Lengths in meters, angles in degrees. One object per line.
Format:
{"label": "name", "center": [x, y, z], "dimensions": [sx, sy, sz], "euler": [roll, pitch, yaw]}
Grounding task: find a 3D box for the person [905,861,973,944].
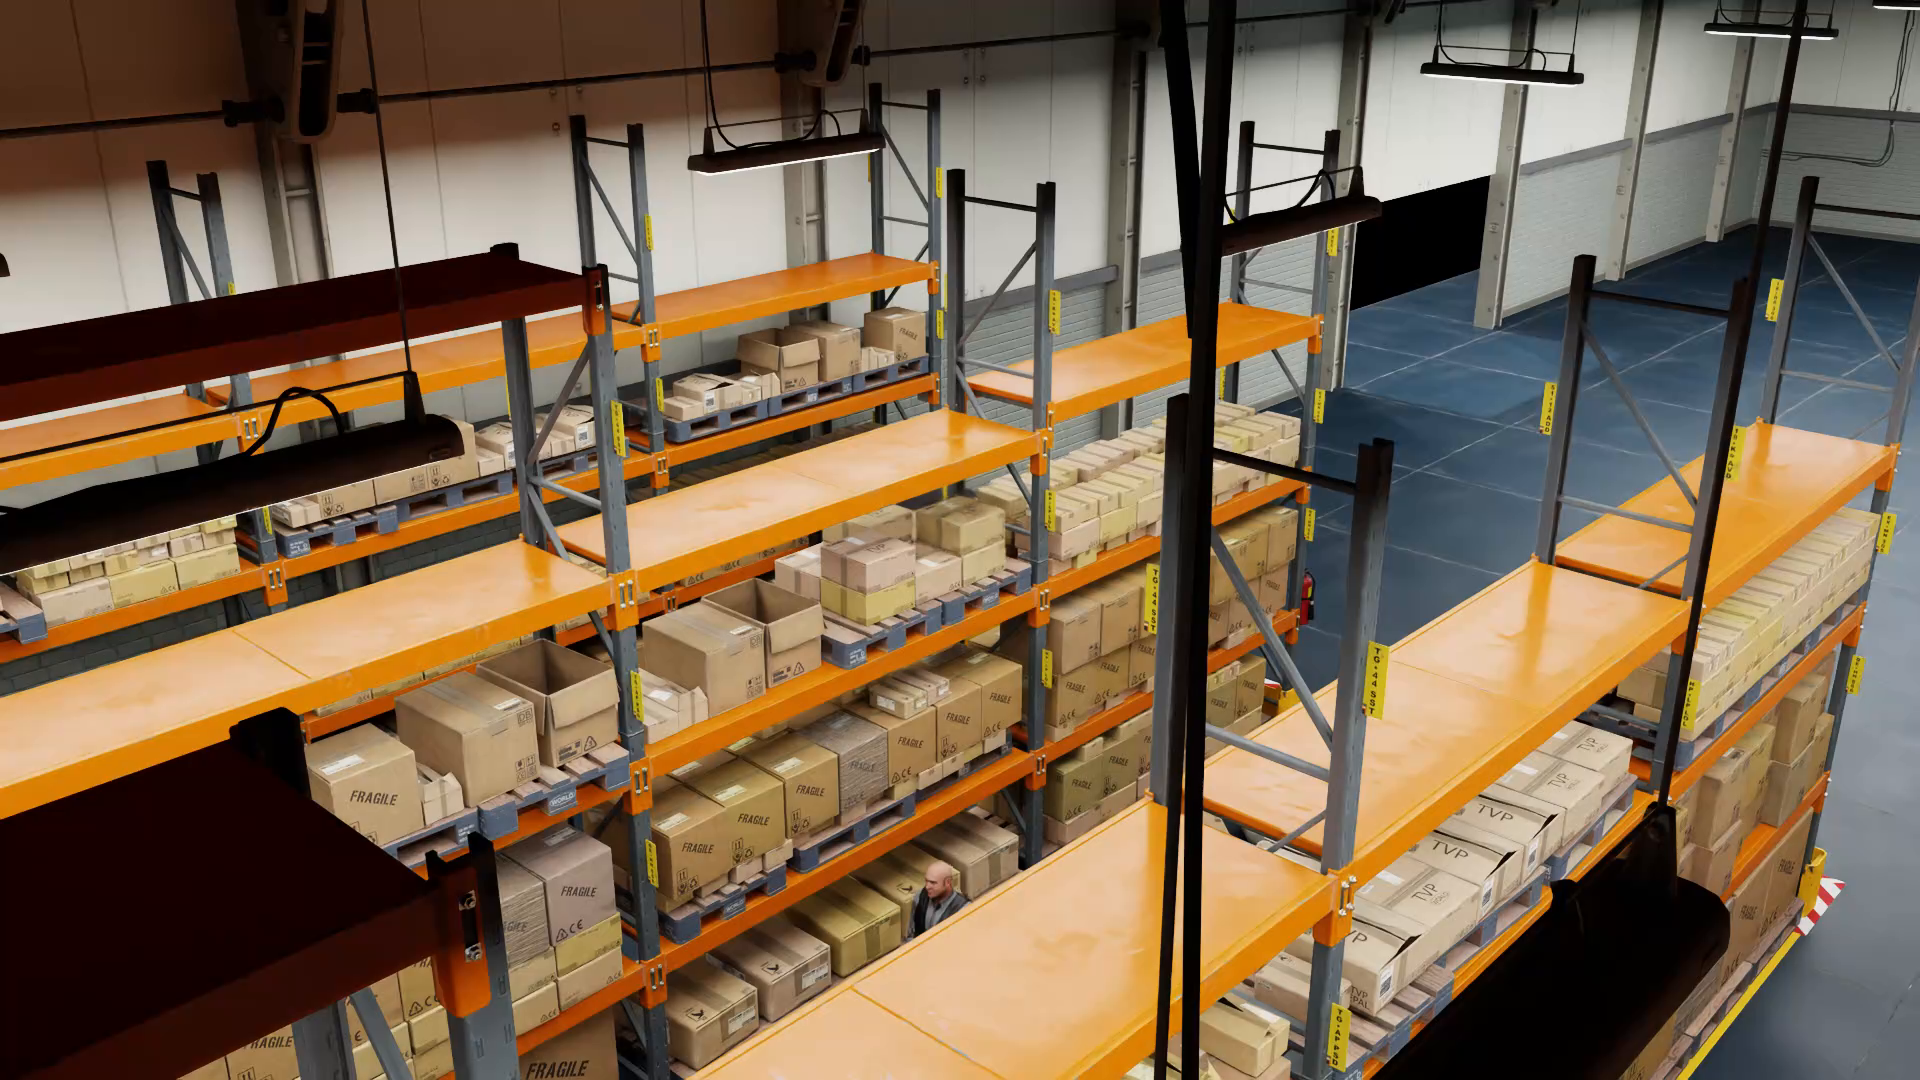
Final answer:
{"label": "person", "center": [-0.151, 3.051, 11.751], "dimensions": [0.557, 1.716, 0.470], "euler": [16, 26, 35]}
